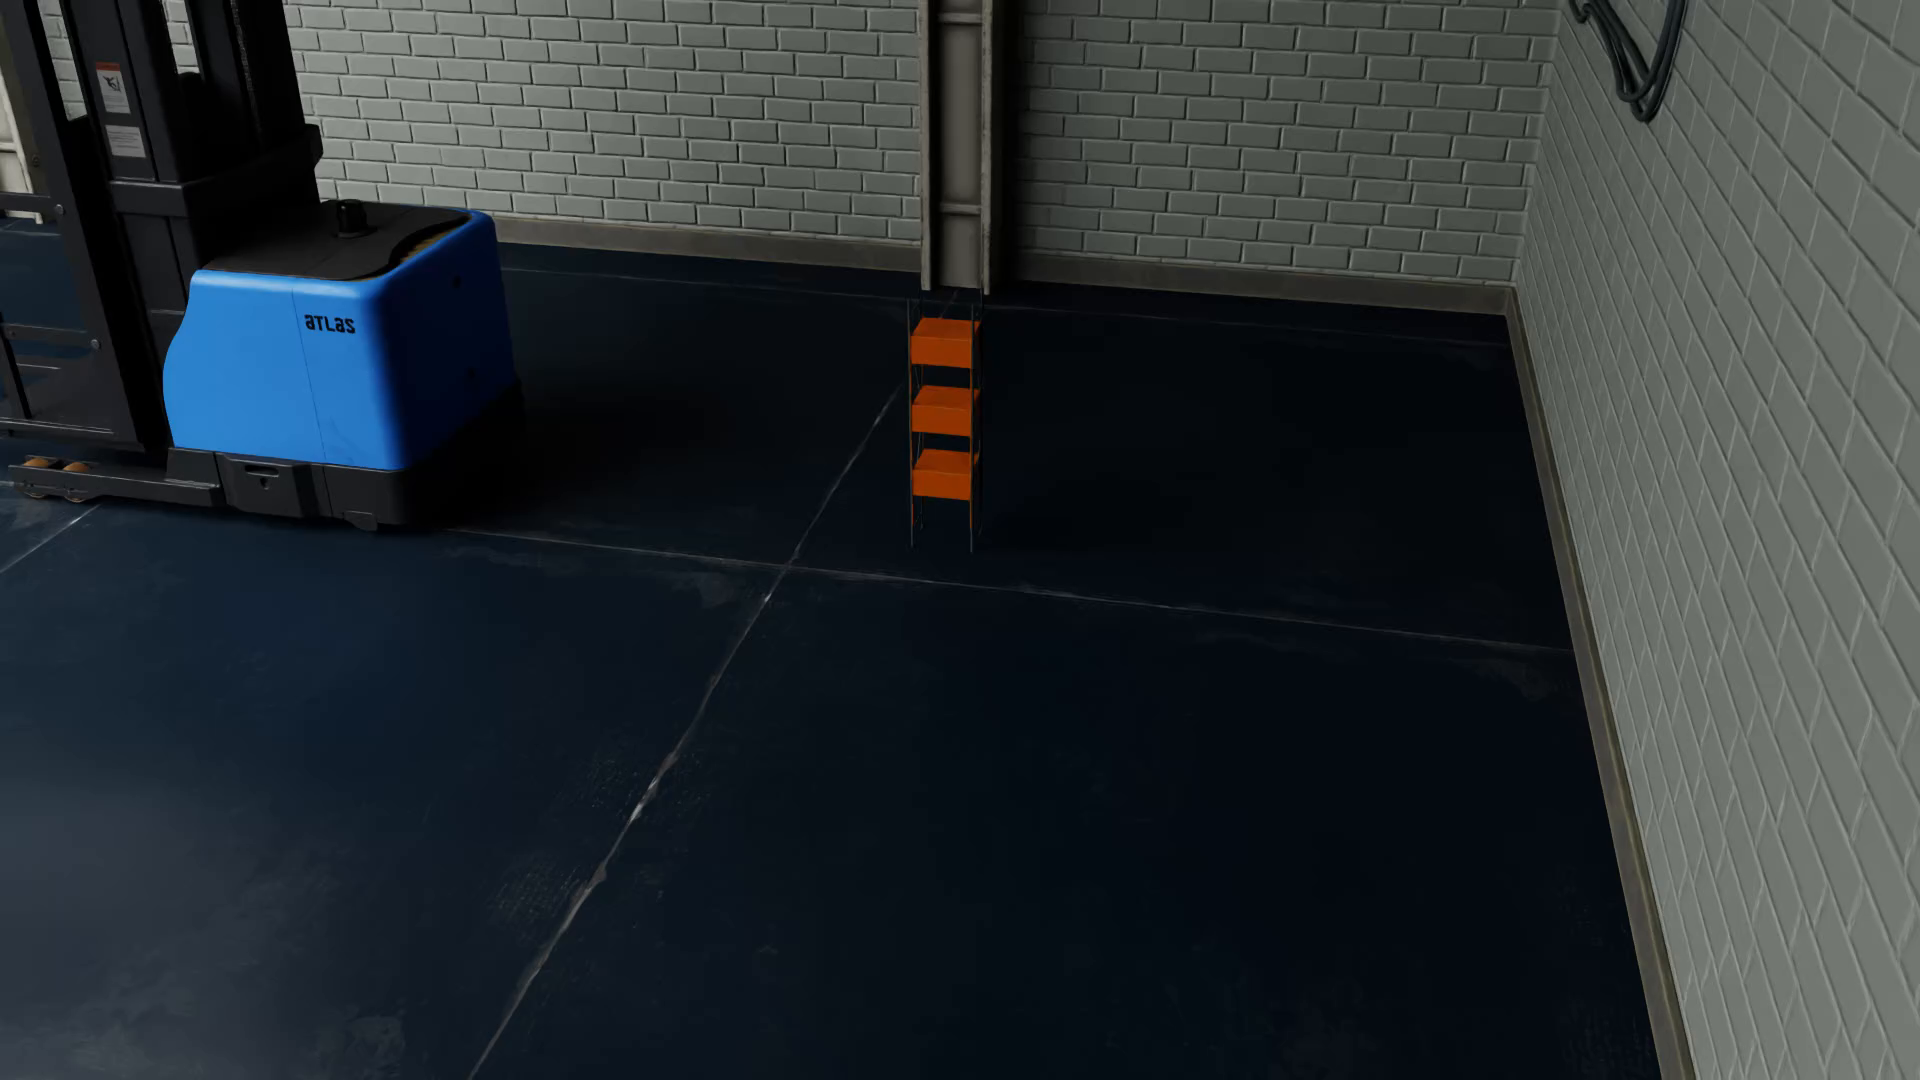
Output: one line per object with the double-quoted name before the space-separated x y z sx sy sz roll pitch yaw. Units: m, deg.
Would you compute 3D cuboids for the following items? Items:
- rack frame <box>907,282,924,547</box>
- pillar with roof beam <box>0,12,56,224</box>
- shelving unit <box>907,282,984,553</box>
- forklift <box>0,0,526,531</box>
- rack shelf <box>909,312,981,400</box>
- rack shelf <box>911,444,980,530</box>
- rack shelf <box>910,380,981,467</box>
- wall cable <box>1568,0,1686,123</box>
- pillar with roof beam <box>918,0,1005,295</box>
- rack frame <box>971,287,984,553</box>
"rack frame" -0.172 -0.478 6.530 0.008 1.050 0.200 6 29 11
"pillar with roof beam" -6.758 -3.981 4.650 0.400 9.000 9.100 6 29 11
"shelving unit" -0.052 -0.466 6.508 0.252 1.050 0.215 6 29 11
"forklift" -3.535 -1.683 6.771 3.031 2.935 1.130 6 29 12
"rack shelf" -0.052 -0.705 6.377 0.240 0.259 0.215 6 29 11
"rack shelf" -0.052 -0.213 6.646 0.240 0.259 0.215 6 29 11
"rack shelf" -0.052 -0.457 6.513 0.240 0.259 0.215 6 29 11
"wall cable" 2.614 -3.122 6.316 0.112 2.526 3.097 6 29 11
"pillar with roof beam" -0.890 -3.379 3.551 0.400 9.000 9.100 6 29 11
"rack frame" 0.067 -0.454 6.485 0.008 1.050 0.200 6 29 11
